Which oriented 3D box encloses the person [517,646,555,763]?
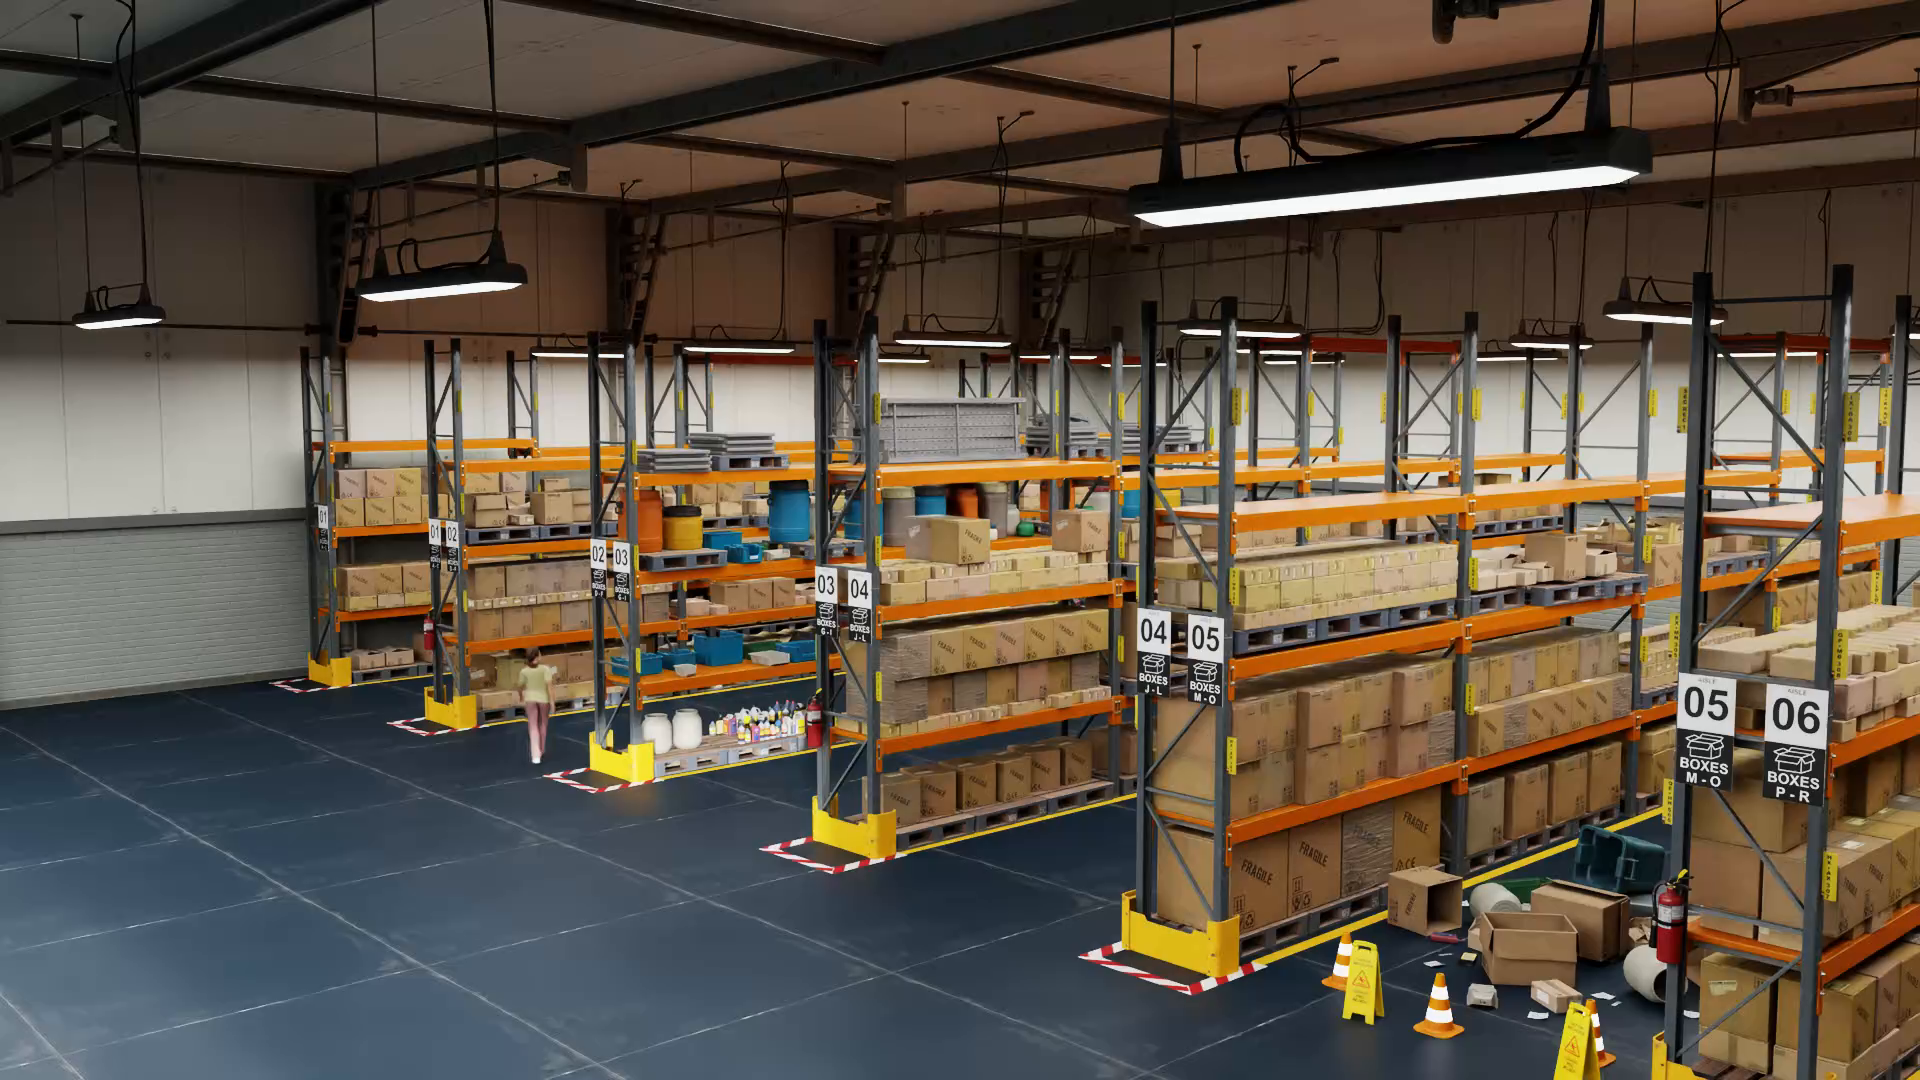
[{"bbox_3d":[-5.967,2.280,23.372,0.482,1.617,0.920,-2,5,-21],"label":"person"}]
